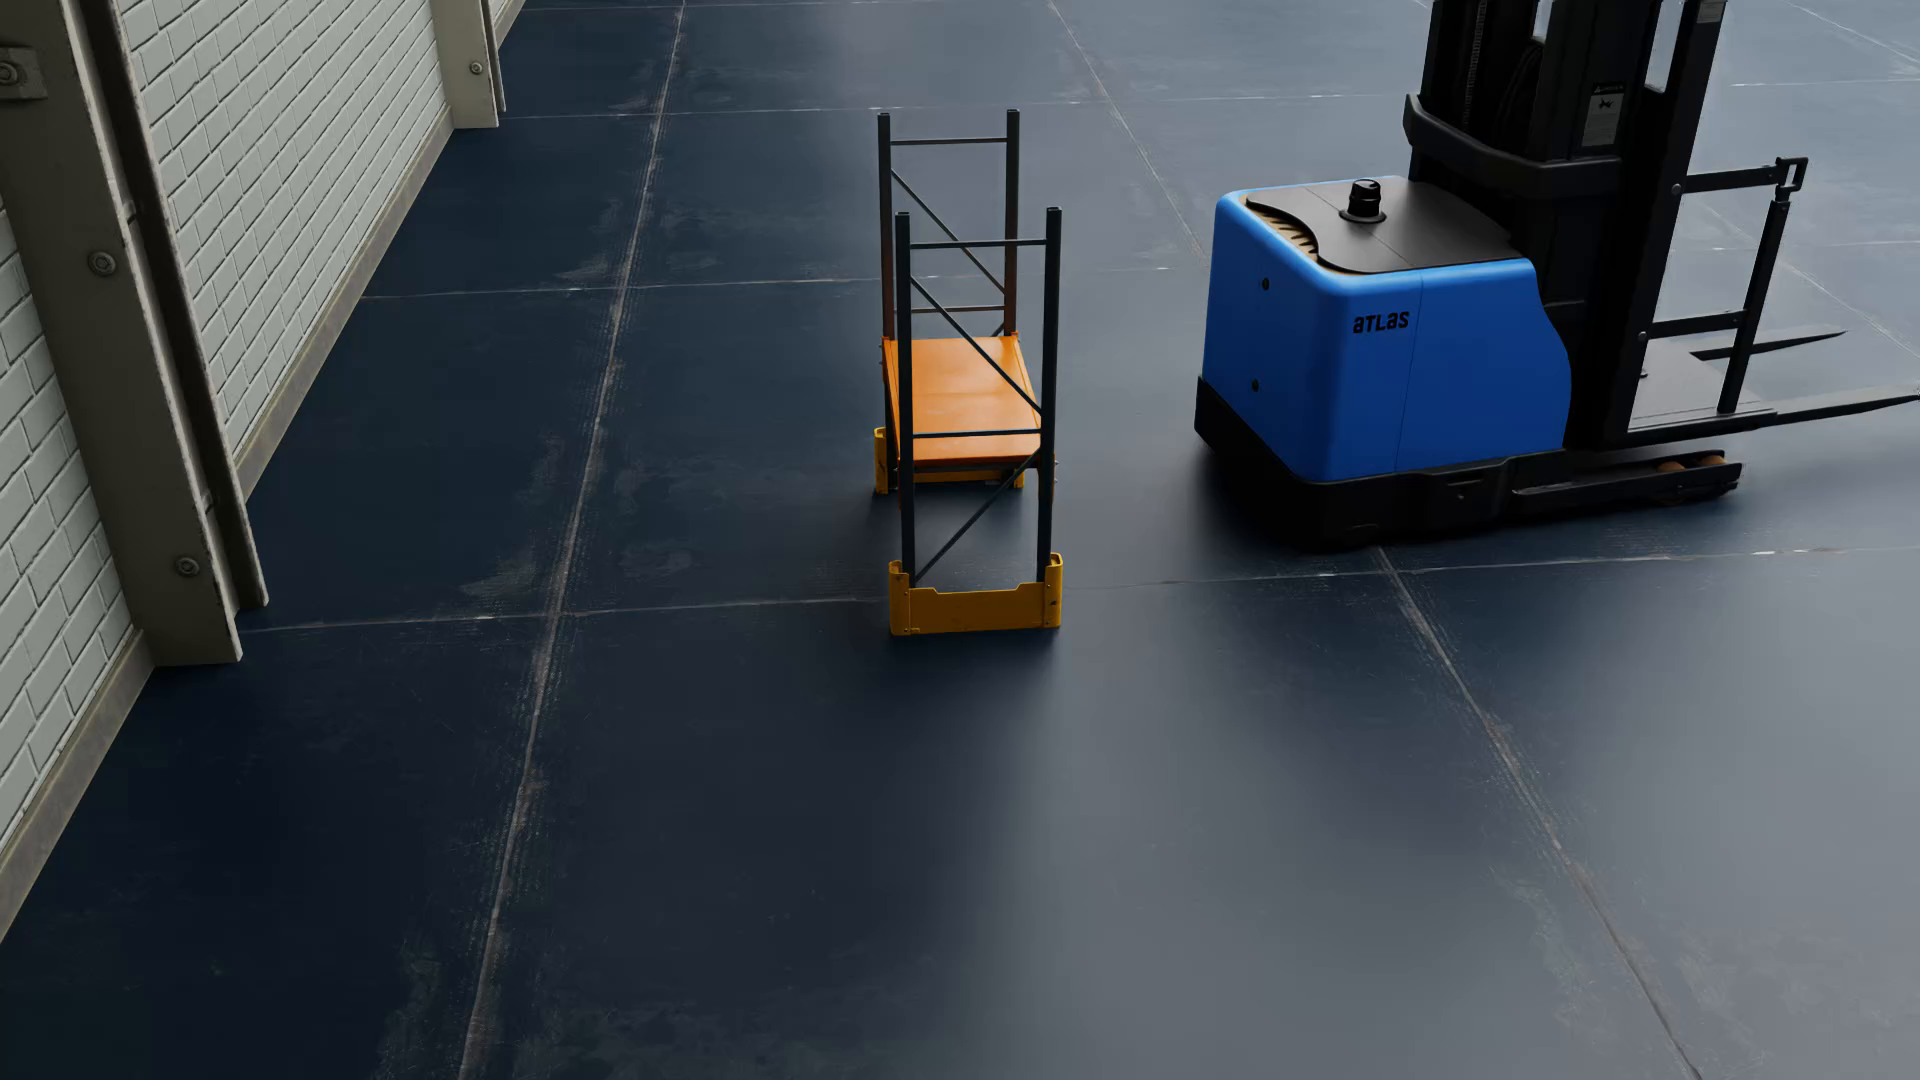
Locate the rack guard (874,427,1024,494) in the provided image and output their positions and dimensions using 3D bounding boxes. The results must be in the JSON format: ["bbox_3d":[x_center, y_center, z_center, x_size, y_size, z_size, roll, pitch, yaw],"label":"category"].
[{"bbox_3d":[-0.039,-0.323,6.546,0.587,0.250,0.087,-3,31,-5],"label":"rack guard"}]

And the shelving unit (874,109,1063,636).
[{"bbox_3d":[0.007,-0.605,5.800,0.587,1.500,1.083,-3,31,-5],"label":"shelving unit"}]

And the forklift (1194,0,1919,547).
[{"bbox_3d":[2.545,-1.647,6.149,3.031,2.935,1.130,-8,32,-13],"label":"forklift"}]

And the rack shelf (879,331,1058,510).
[{"bbox_3d":[0.008,-0.446,5.885,0.538,0.185,1.000,-3,31,-5],"label":"rack shelf"}]

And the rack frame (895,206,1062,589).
[{"bbox_3d":[0.055,-0.341,5.358,0.500,1.500,0.032,-3,31,-5],"label":"rack frame"}]

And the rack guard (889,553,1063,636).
[{"bbox_3d":[0.054,0.186,5.695,0.587,0.250,0.087,-3,31,-5],"label":"rack guard"}]

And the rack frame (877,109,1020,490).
[{"bbox_3d":[-0.040,-0.860,6.227,0.500,1.500,0.032,-3,31,-5],"label":"rack frame"}]

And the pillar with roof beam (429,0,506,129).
[{"bbox_3d":[1.139,-6.818,8.889,9.100,9.000,0.400,-3,31,-5],"label":"pillar with roof beam"}]

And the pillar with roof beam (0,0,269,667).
[{"bbox_3d":[1.699,-3.754,3.760,9.100,9.000,0.400,-3,31,-5],"label":"pillar with roof beam"}]
